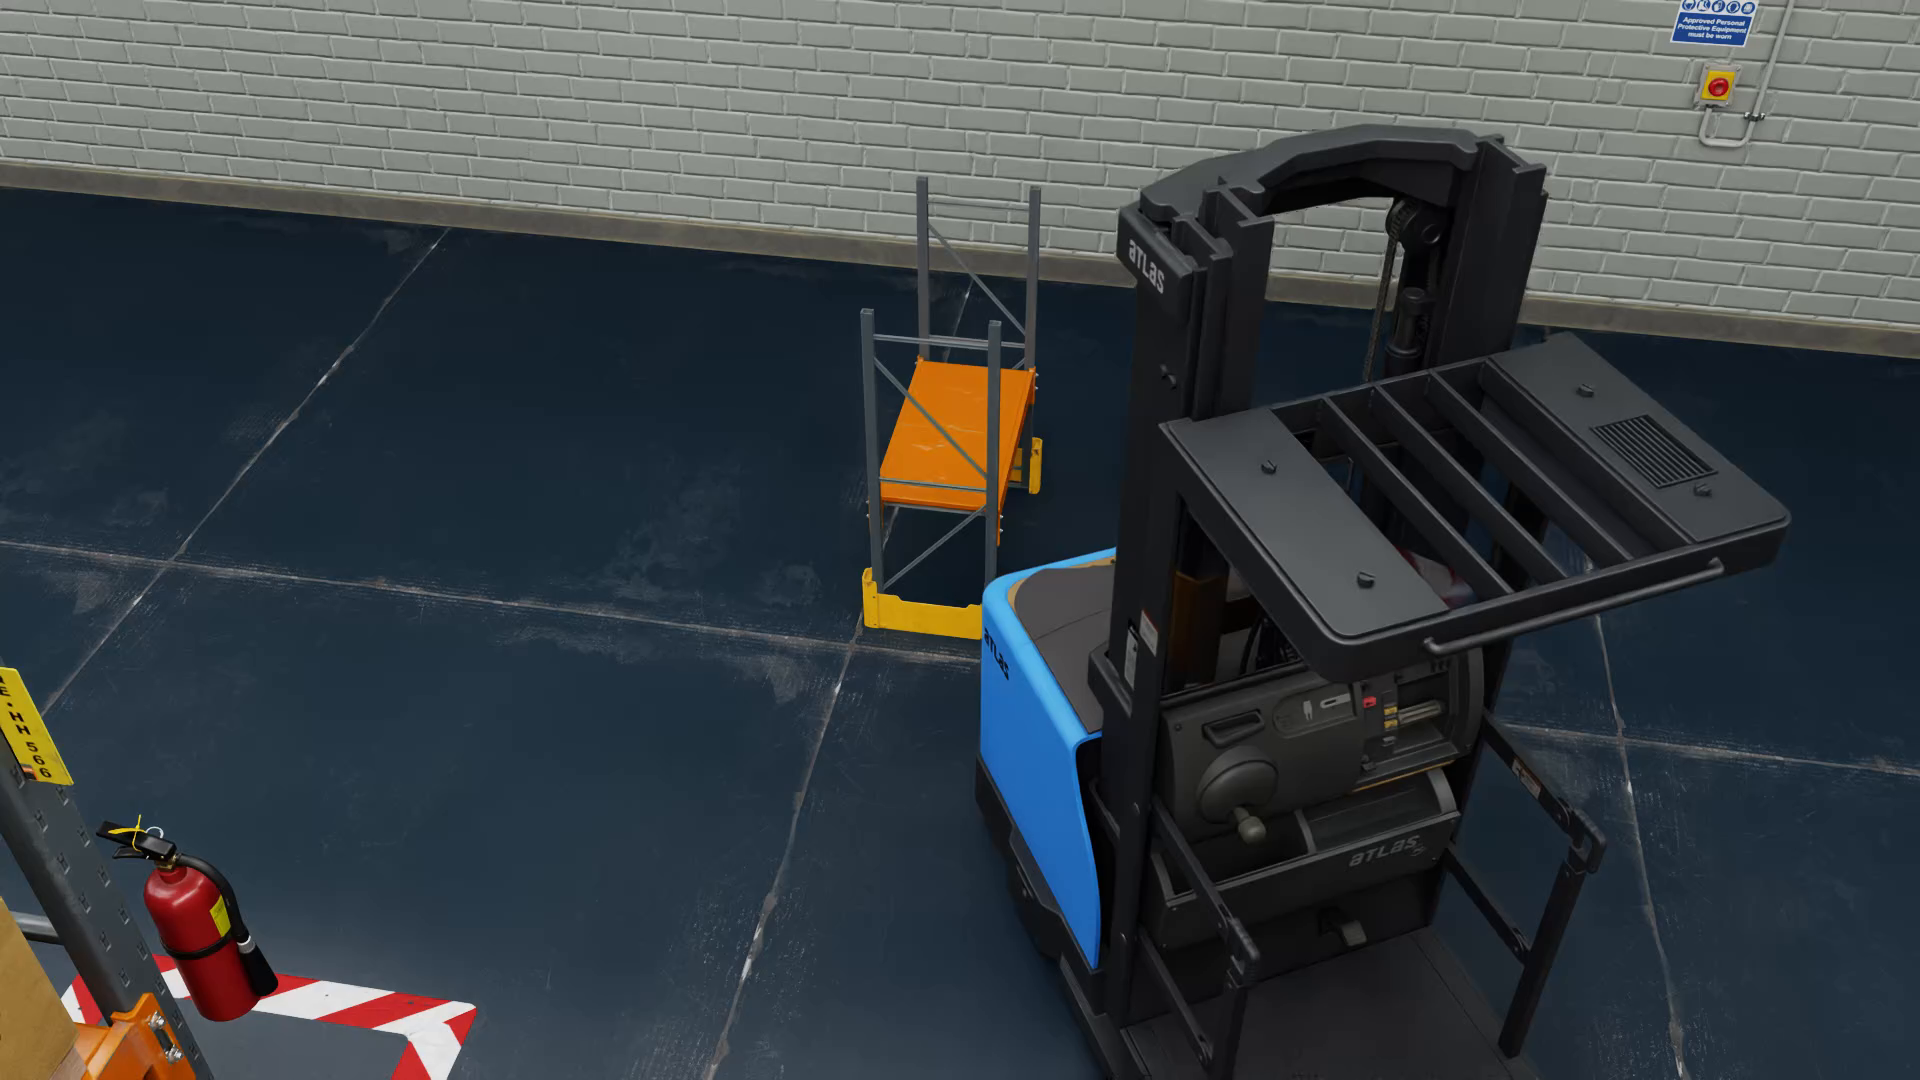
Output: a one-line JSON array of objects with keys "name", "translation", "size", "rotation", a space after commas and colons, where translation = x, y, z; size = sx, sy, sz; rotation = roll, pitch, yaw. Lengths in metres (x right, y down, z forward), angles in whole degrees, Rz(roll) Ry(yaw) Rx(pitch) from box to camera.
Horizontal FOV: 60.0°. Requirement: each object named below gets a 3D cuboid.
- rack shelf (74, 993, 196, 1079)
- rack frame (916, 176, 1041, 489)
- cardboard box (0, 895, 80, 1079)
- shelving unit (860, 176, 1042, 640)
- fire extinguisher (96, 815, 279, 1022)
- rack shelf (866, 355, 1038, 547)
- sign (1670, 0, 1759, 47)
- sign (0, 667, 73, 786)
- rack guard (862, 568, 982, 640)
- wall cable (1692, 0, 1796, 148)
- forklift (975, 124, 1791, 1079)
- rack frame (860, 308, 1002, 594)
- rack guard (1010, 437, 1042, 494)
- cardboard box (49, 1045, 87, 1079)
[{"name": "rack shelf", "translation": [-2.746, 2.395, 2.563], "size": [1.077, 0.370, 4.000], "rotation": [6, 40, 8]}, {"name": "rack frame", "translation": [0.073, -0.844, 7.093], "size": [0.500, 1.500, 0.032], "rotation": [6, 40, 8]}, {"name": "cardboard box", "translation": [-2.224, 1.020, 3.350], "size": [0.500, 0.500, 0.500], "rotation": [7, 40, 9]}, {"name": "shelving unit", "translation": [-0.013, -0.530, 6.714], "size": [0.587, 1.500, 1.083], "rotation": [6, 40, 8]}, {"name": "fire extinguisher", "translation": [-1.901, 0.929, 4.125], "size": [0.296, 0.674, 0.183], "rotation": [6, 40, 8]}, {"name": "rack shelf", "translation": [-0.015, -0.386, 6.822], "size": [0.538, 0.185, 1.000], "rotation": [6, 40, 8]}, {"name": "sign", "translation": [3.409, -2.344, 7.519], "size": [0.327, 0.218, 0.001], "rotation": [6, 40, 8]}, {"name": "sign", "translation": [-1.856, 0.369, 3.293], "size": [0.100, 0.325, 0.005], "rotation": [6, 40, 8]}, {"name": "rack guard", "translation": [-0.099, 0.264, 6.734], "size": [0.587, 0.250, 0.087], "rotation": [6, 40, 8]}, {"name": "wall cable", "translation": [3.446, -2.600, 7.218], "size": [0.585, 1.953, 0.123], "rotation": [6, 40, 8]}, {"name": "forklift", "translation": [1.049, 0.597, 4.228], "size": [1.130, 2.935, 3.031], "rotation": [-13, 41, -16]}, {"name": "rack frame", "translation": [-0.103, -0.205, 6.321], "size": [0.500, 1.500, 0.032], "rotation": [6, 40, 8]}, {"name": "rack guard", "translation": [0.073, -0.361, 7.490], "size": [0.587, 0.250, 0.087], "rotation": [6, 40, 8]}, {"name": "cardboard box", "translation": [-2.178, 1.196, 3.647], "size": [0.380, 0.149, 0.250], "rotation": [6, 40, 8]}]
